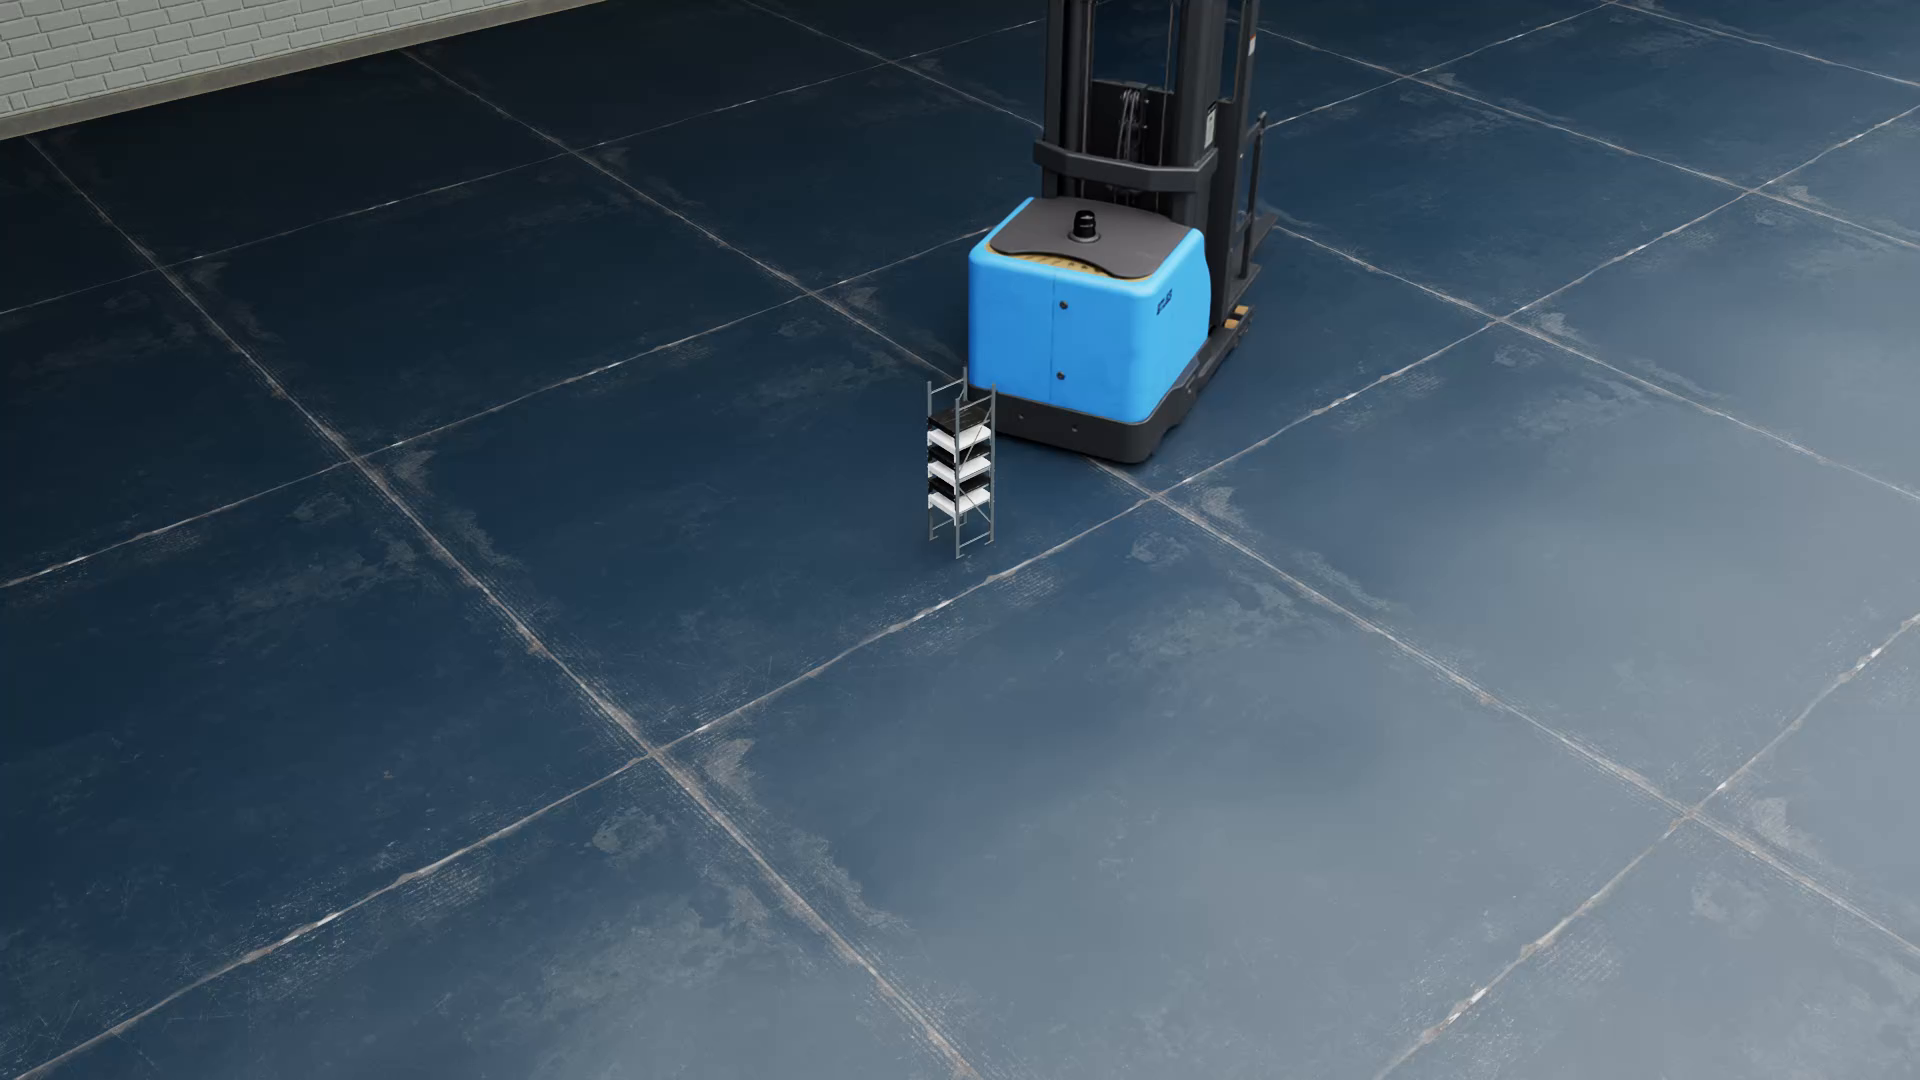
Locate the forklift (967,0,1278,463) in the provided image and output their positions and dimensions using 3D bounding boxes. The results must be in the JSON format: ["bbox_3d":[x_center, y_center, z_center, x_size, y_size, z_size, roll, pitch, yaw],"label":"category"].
[{"bbox_3d":[1.119,-2.438,9.156,1.130,2.935,3.031,15,38,21],"label":"forklift"}]

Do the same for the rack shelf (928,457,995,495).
[{"bbox_3d":[0.005,-0.336,8.004,0.258,0.077,0.200,-26,43,-32],"label":"rack shelf"}]

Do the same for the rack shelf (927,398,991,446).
[{"bbox_3d":[0.005,-0.557,7.848,0.258,0.077,0.200,-26,43,-32],"label":"rack shelf"}]

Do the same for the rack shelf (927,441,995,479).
[{"bbox_3d":[0.005,-0.410,7.952,0.258,0.077,0.200,-26,43,-32],"label":"rack shelf"}]

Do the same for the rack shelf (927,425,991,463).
[{"bbox_3d":[0.005,-0.483,7.900,0.258,0.077,0.200,-26,43,-32],"label":"rack shelf"}]

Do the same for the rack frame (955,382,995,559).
[{"bbox_3d":[0.071,-0.319,7.921,0.240,0.900,0.006,-26,43,-32],"label":"rack frame"}]

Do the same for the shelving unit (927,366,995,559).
[{"bbox_3d":[0.005,-0.364,7.985,0.258,0.900,0.210,-26,43,-32],"label":"shelving unit"}]

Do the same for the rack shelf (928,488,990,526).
[{"bbox_3d":[0.005,-0.190,8.108,0.258,0.077,0.200,-26,43,-32],"label":"rack shelf"}]

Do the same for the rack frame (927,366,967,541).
[{"bbox_3d":[-0.060,-0.409,8.048,0.240,0.900,0.006,-26,43,-32],"label":"rack frame"}]

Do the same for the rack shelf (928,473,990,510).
[{"bbox_3d":[0.005,-0.263,8.056,0.258,0.077,0.200,-26,43,-32],"label":"rack shelf"}]
